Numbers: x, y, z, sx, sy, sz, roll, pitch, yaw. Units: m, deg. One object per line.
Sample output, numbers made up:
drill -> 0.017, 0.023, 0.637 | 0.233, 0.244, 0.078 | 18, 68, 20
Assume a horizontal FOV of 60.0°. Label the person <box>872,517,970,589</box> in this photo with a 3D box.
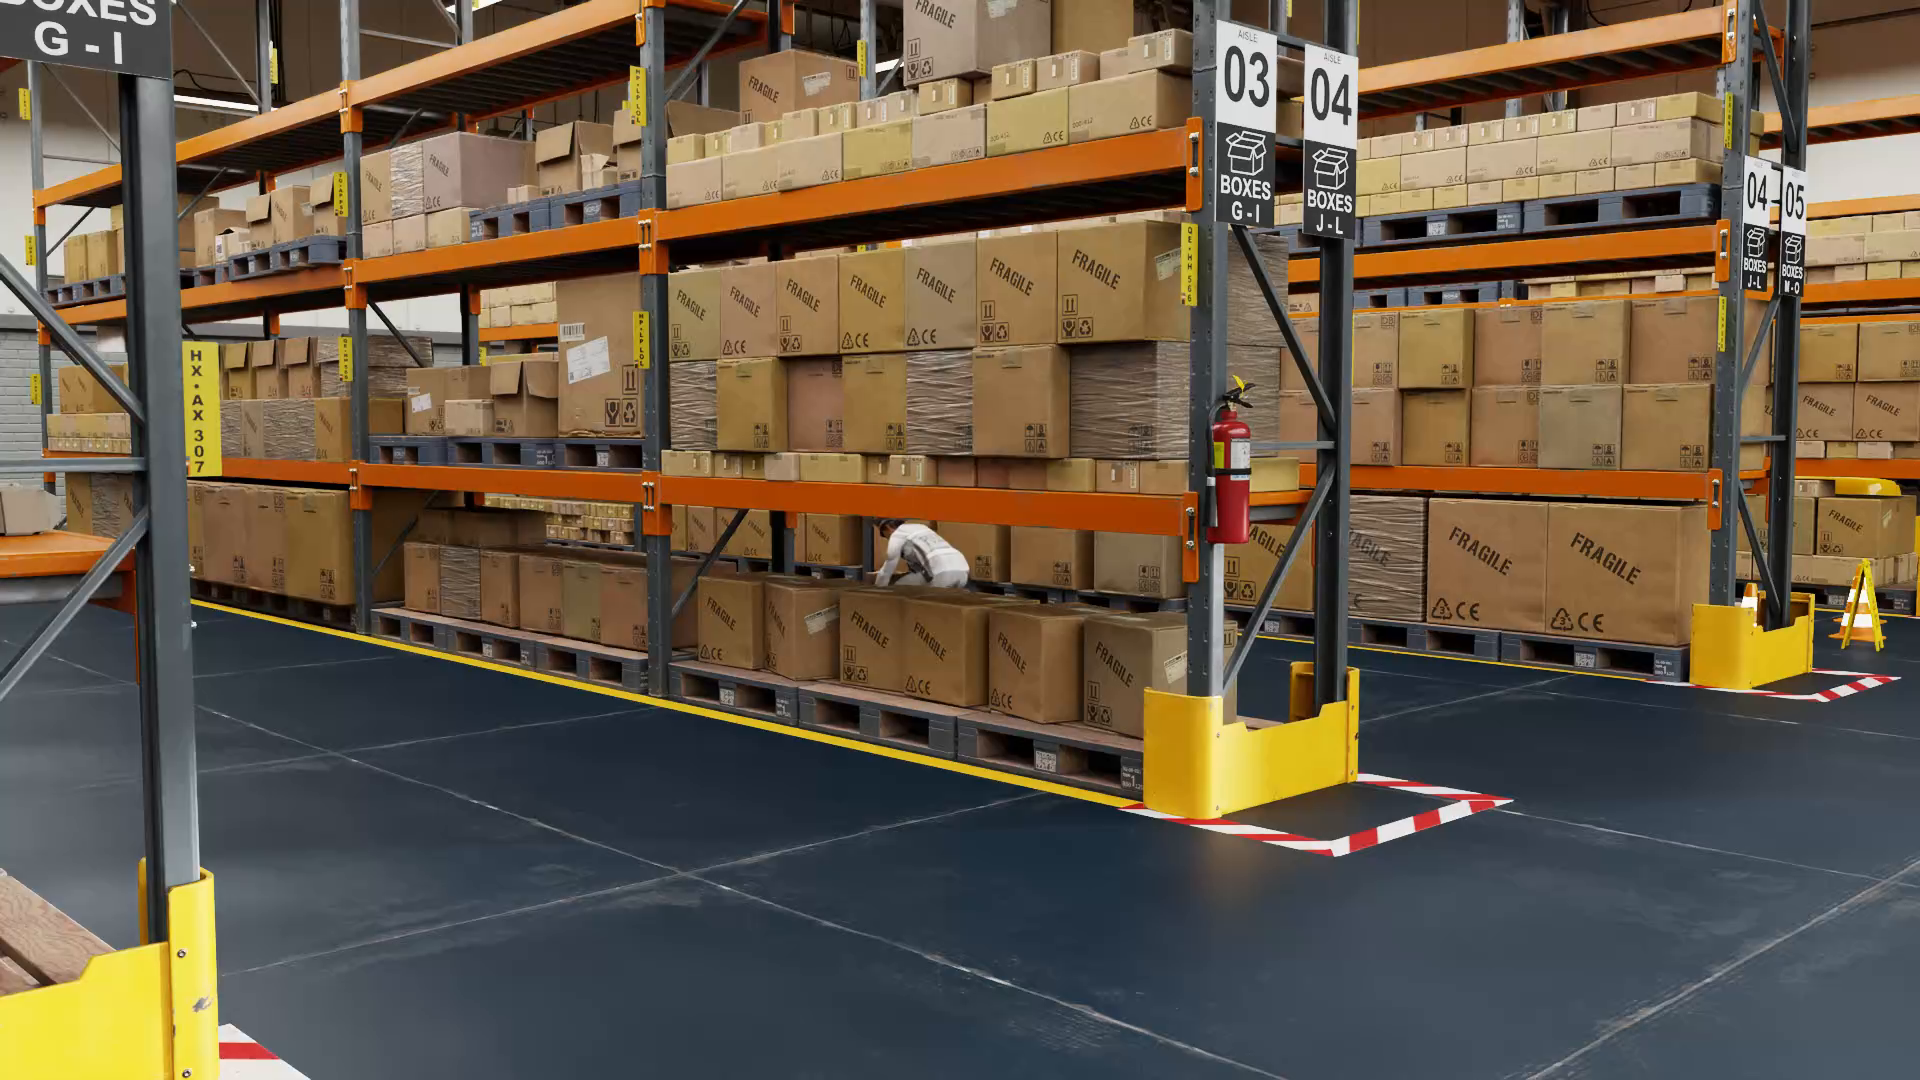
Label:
person -> -0.316, 0.240, 12.606 | 0.851, 0.980, 0.459 | 4, 6, 45
